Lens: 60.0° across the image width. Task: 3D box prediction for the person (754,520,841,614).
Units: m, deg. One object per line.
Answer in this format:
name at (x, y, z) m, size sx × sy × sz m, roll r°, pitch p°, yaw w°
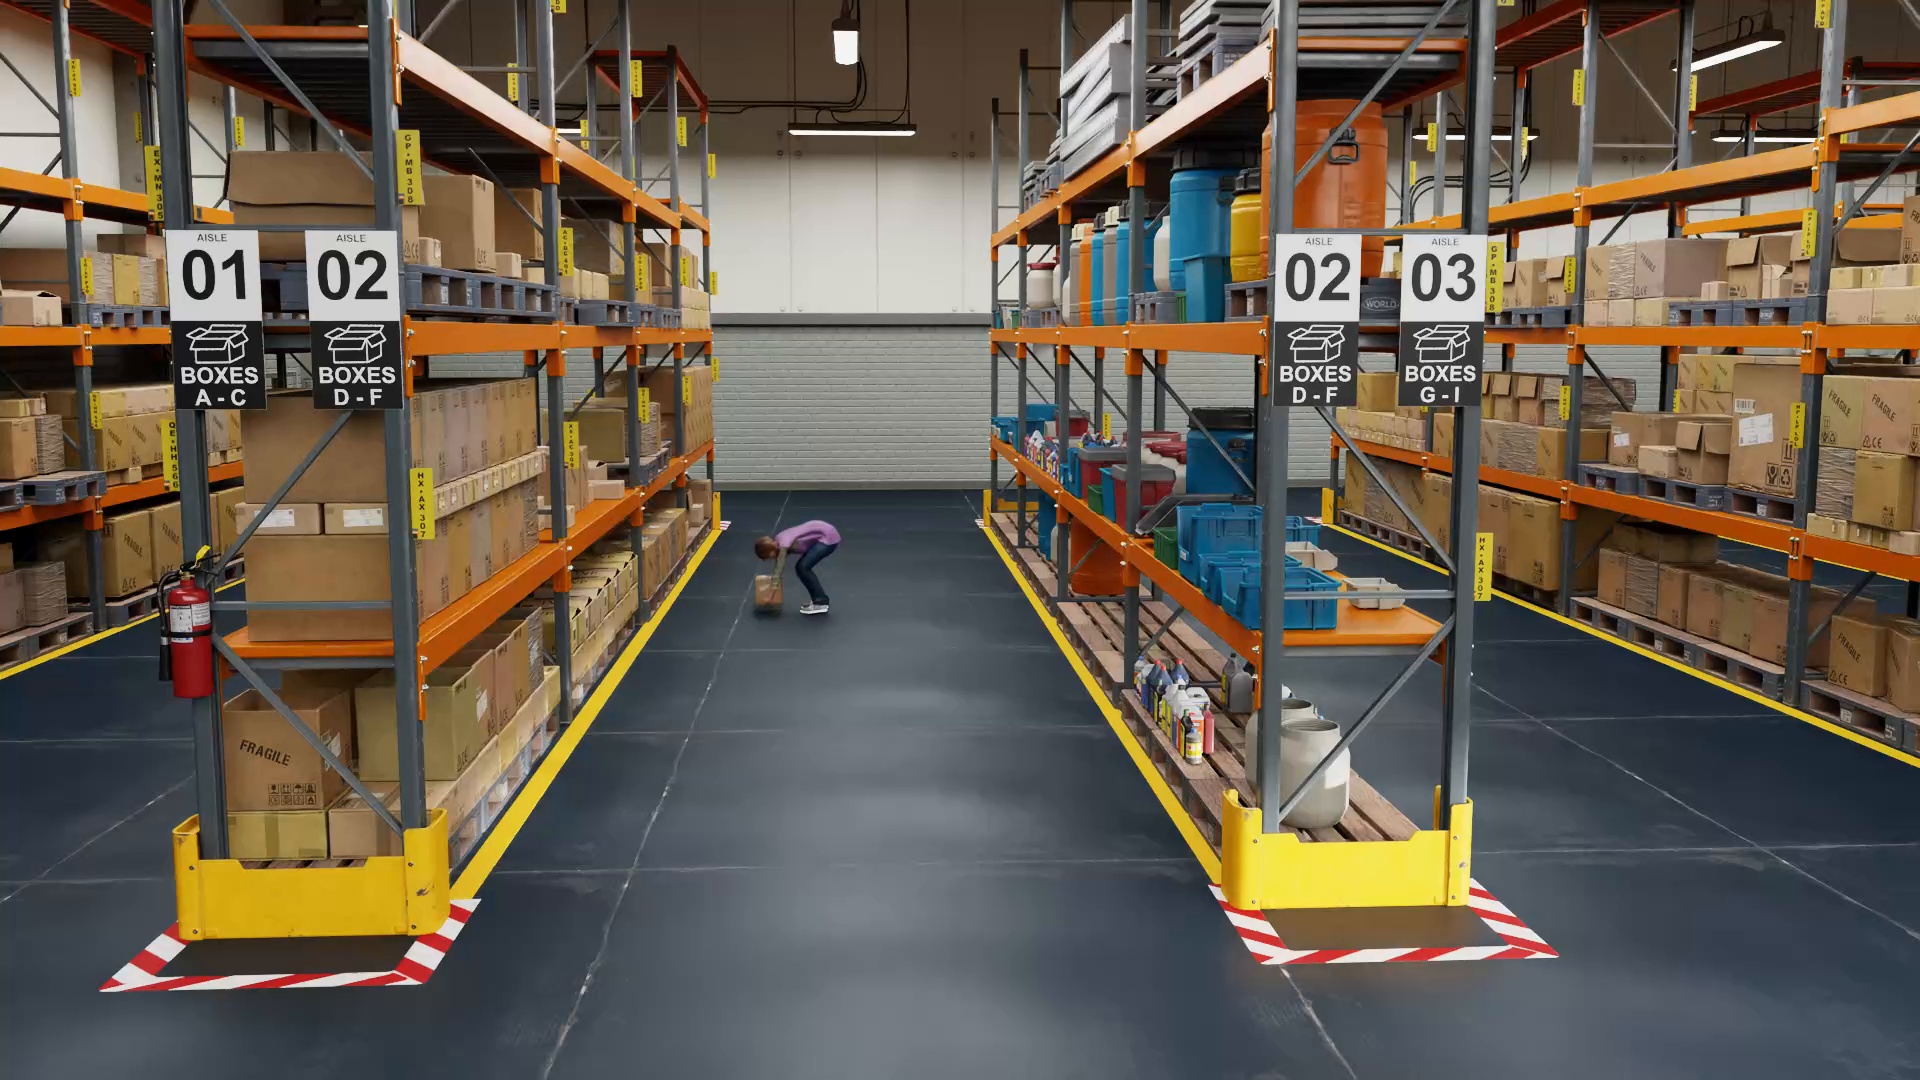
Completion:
person at (-1.602, 0.265, 16.453) m, size 0.858 × 0.911 × 0.419 m, roll -1°, pitch 7°, yaw -7°
